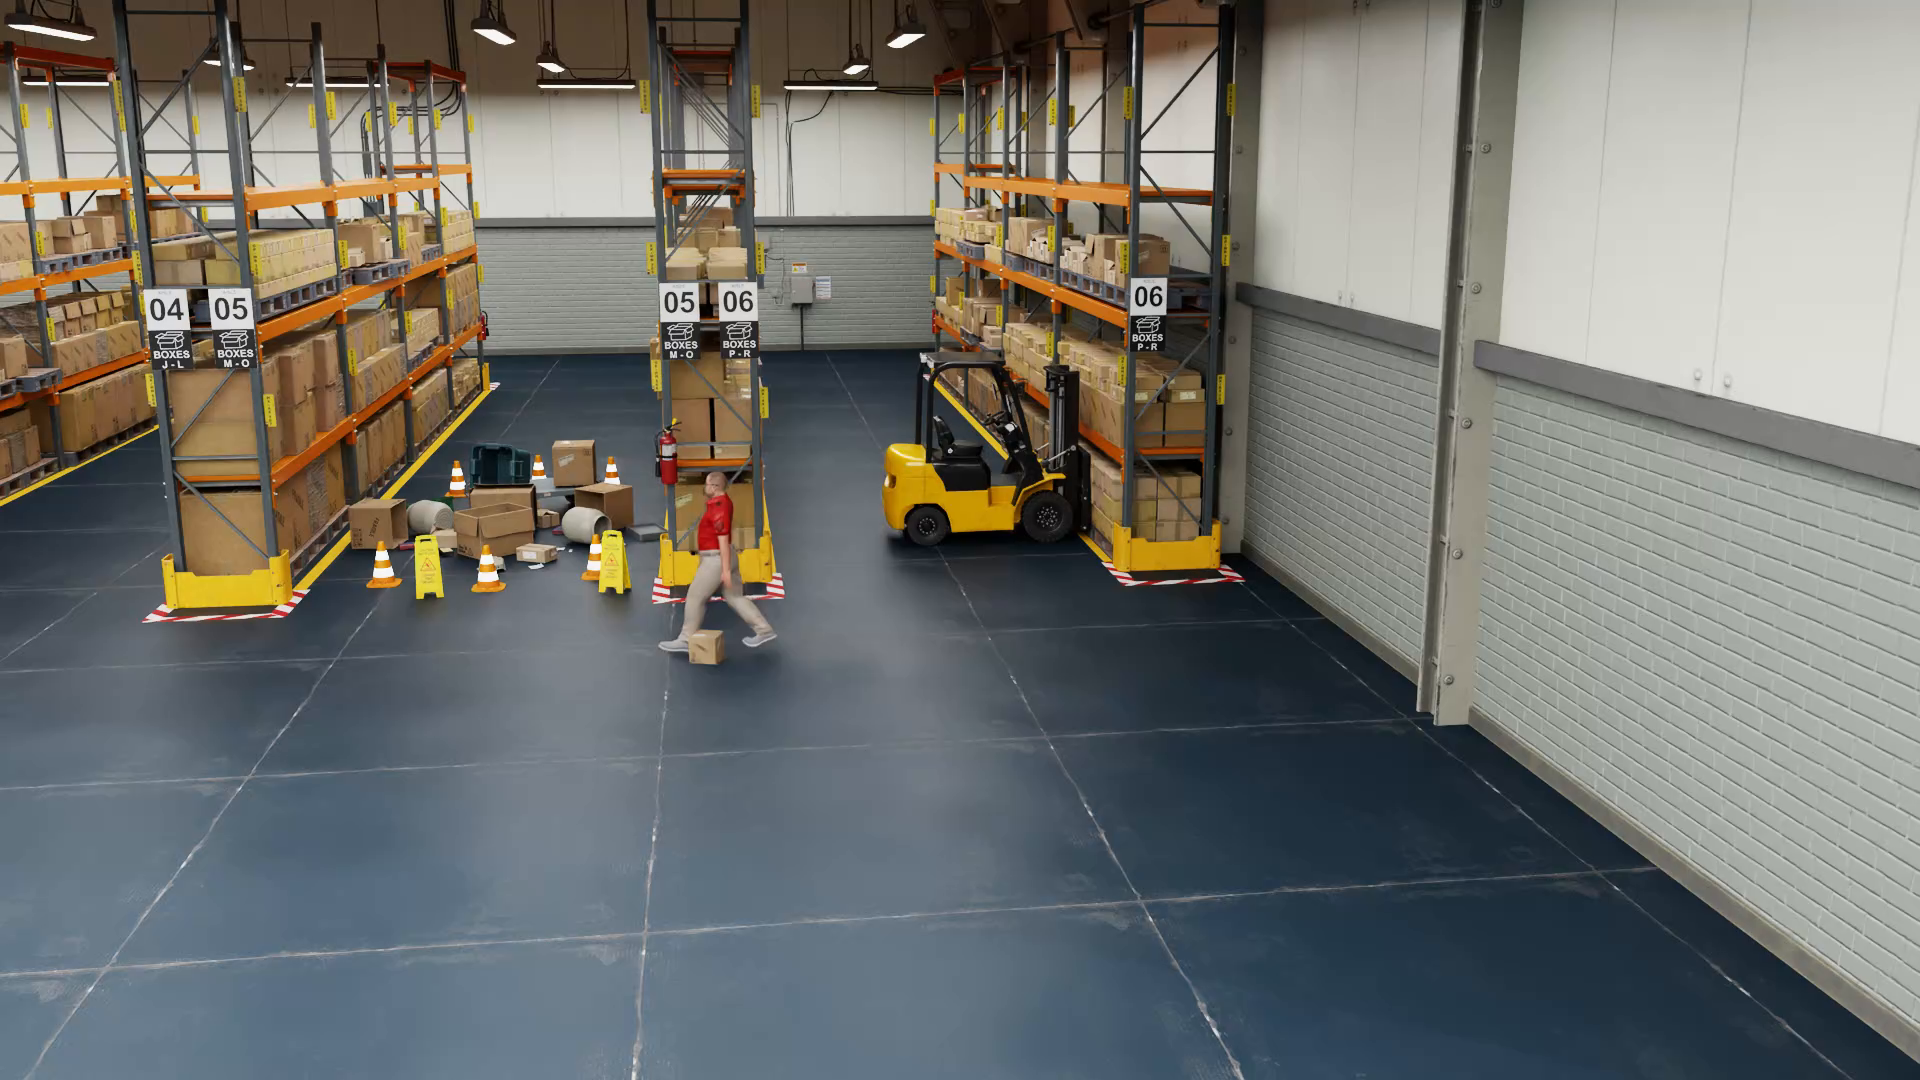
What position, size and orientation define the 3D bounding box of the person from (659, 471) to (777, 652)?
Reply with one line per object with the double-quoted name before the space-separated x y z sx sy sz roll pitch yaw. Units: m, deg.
"person" -2.220 0.191 15.207 1.064 1.672 0.552 1 13 6
